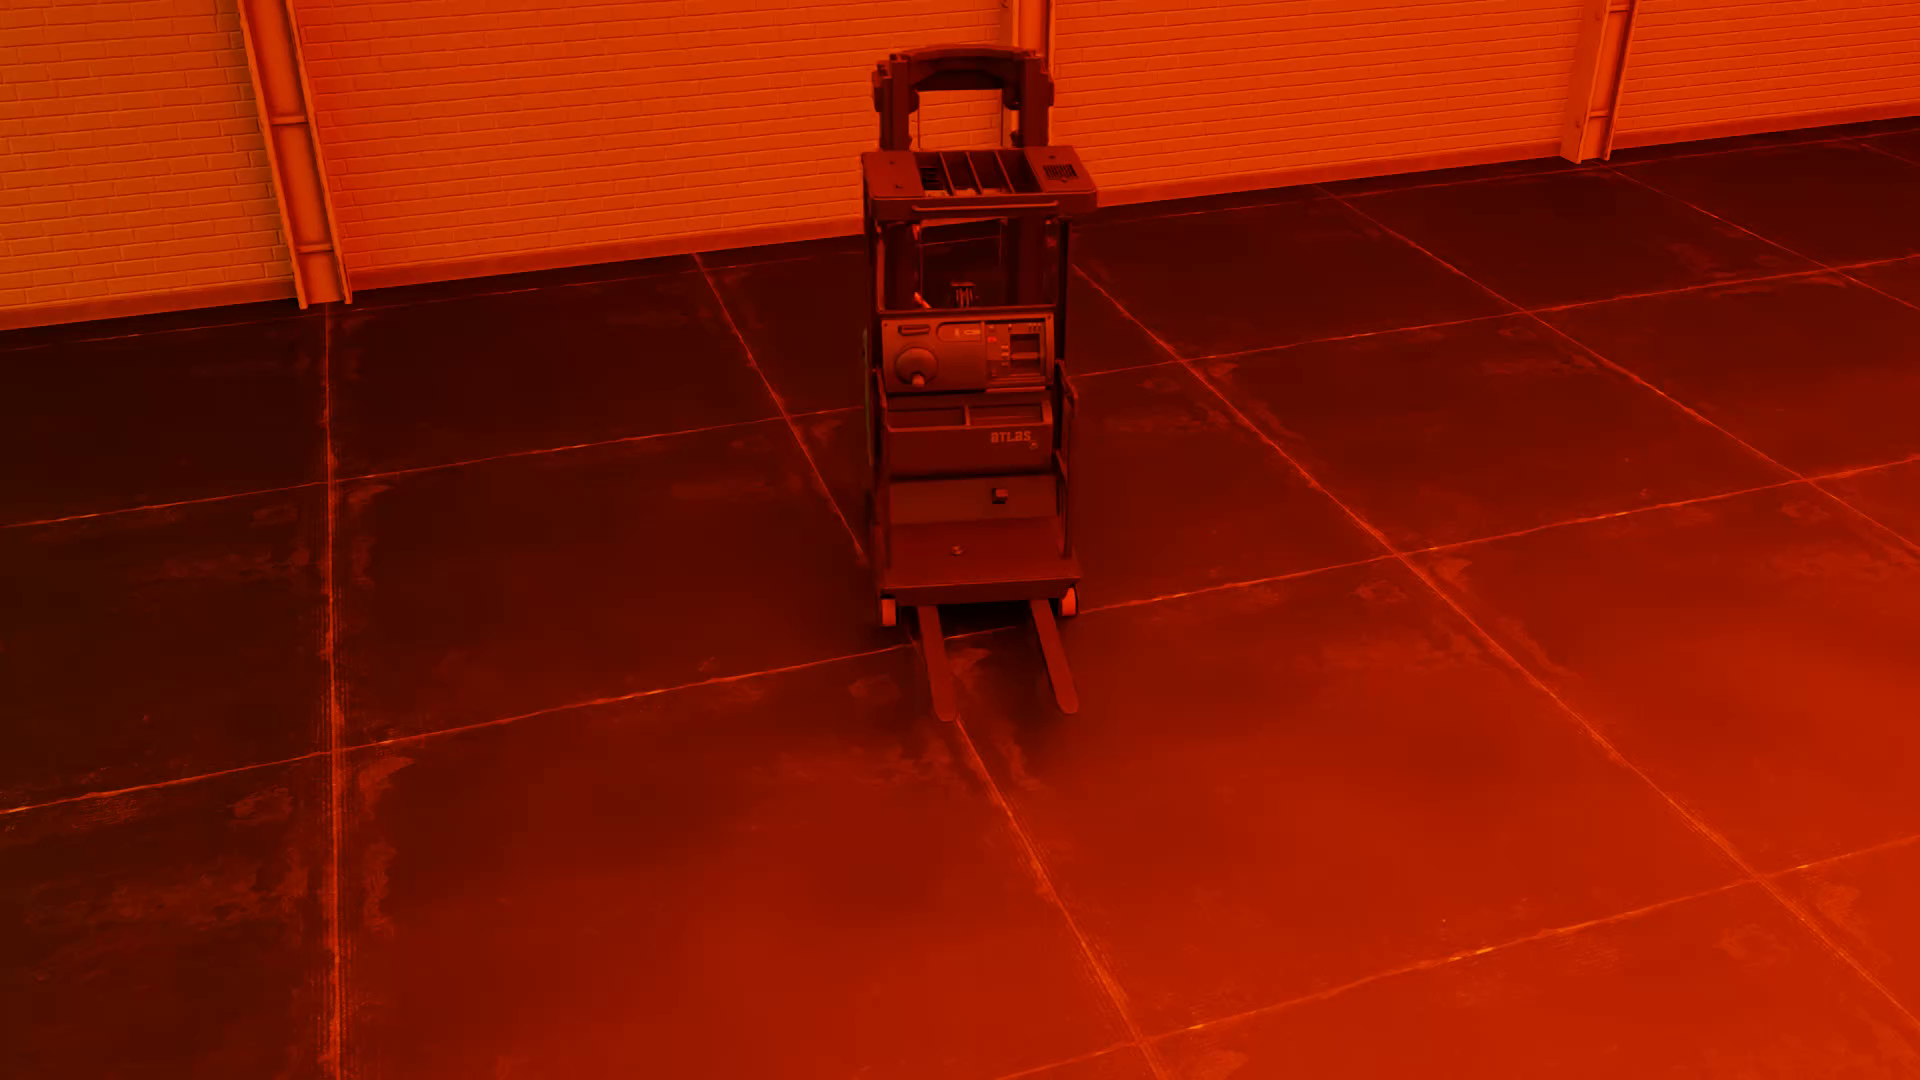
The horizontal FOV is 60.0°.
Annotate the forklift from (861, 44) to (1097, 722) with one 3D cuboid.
[{"bbox_3d":[0.071,-0.968,8.769,1.130,2.935,3.031,-3,30,-5],"label":"forklift"}]

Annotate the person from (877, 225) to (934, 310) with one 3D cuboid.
[{"bbox_3d":[-0.216,-1.534,11.197,0.727,1.473,0.891,-2,30,-4],"label":"person"}]
